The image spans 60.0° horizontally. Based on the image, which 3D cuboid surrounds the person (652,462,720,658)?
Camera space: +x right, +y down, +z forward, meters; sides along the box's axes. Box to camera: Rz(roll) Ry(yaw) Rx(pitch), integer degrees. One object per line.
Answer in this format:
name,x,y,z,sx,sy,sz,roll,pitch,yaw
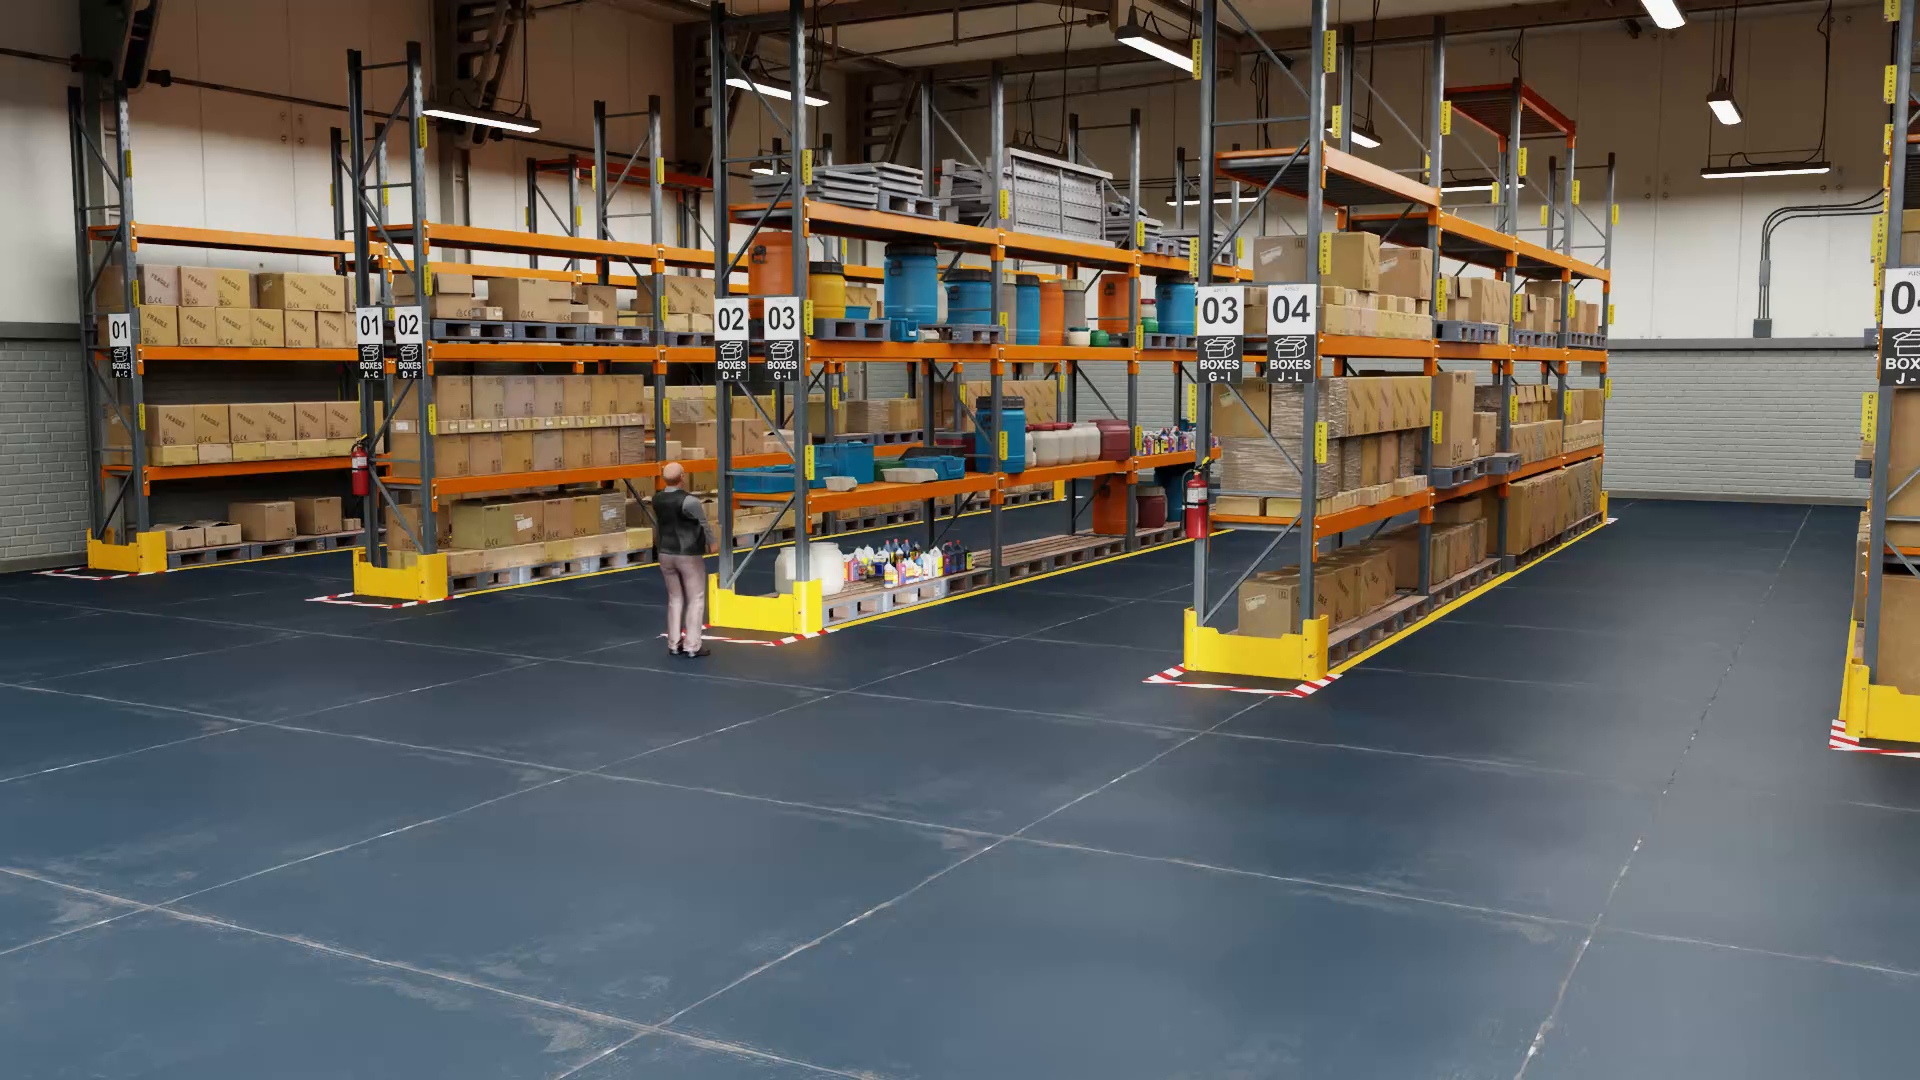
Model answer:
person,-2.419,0.160,14.734,0.494,1.711,0.551,3,7,29
